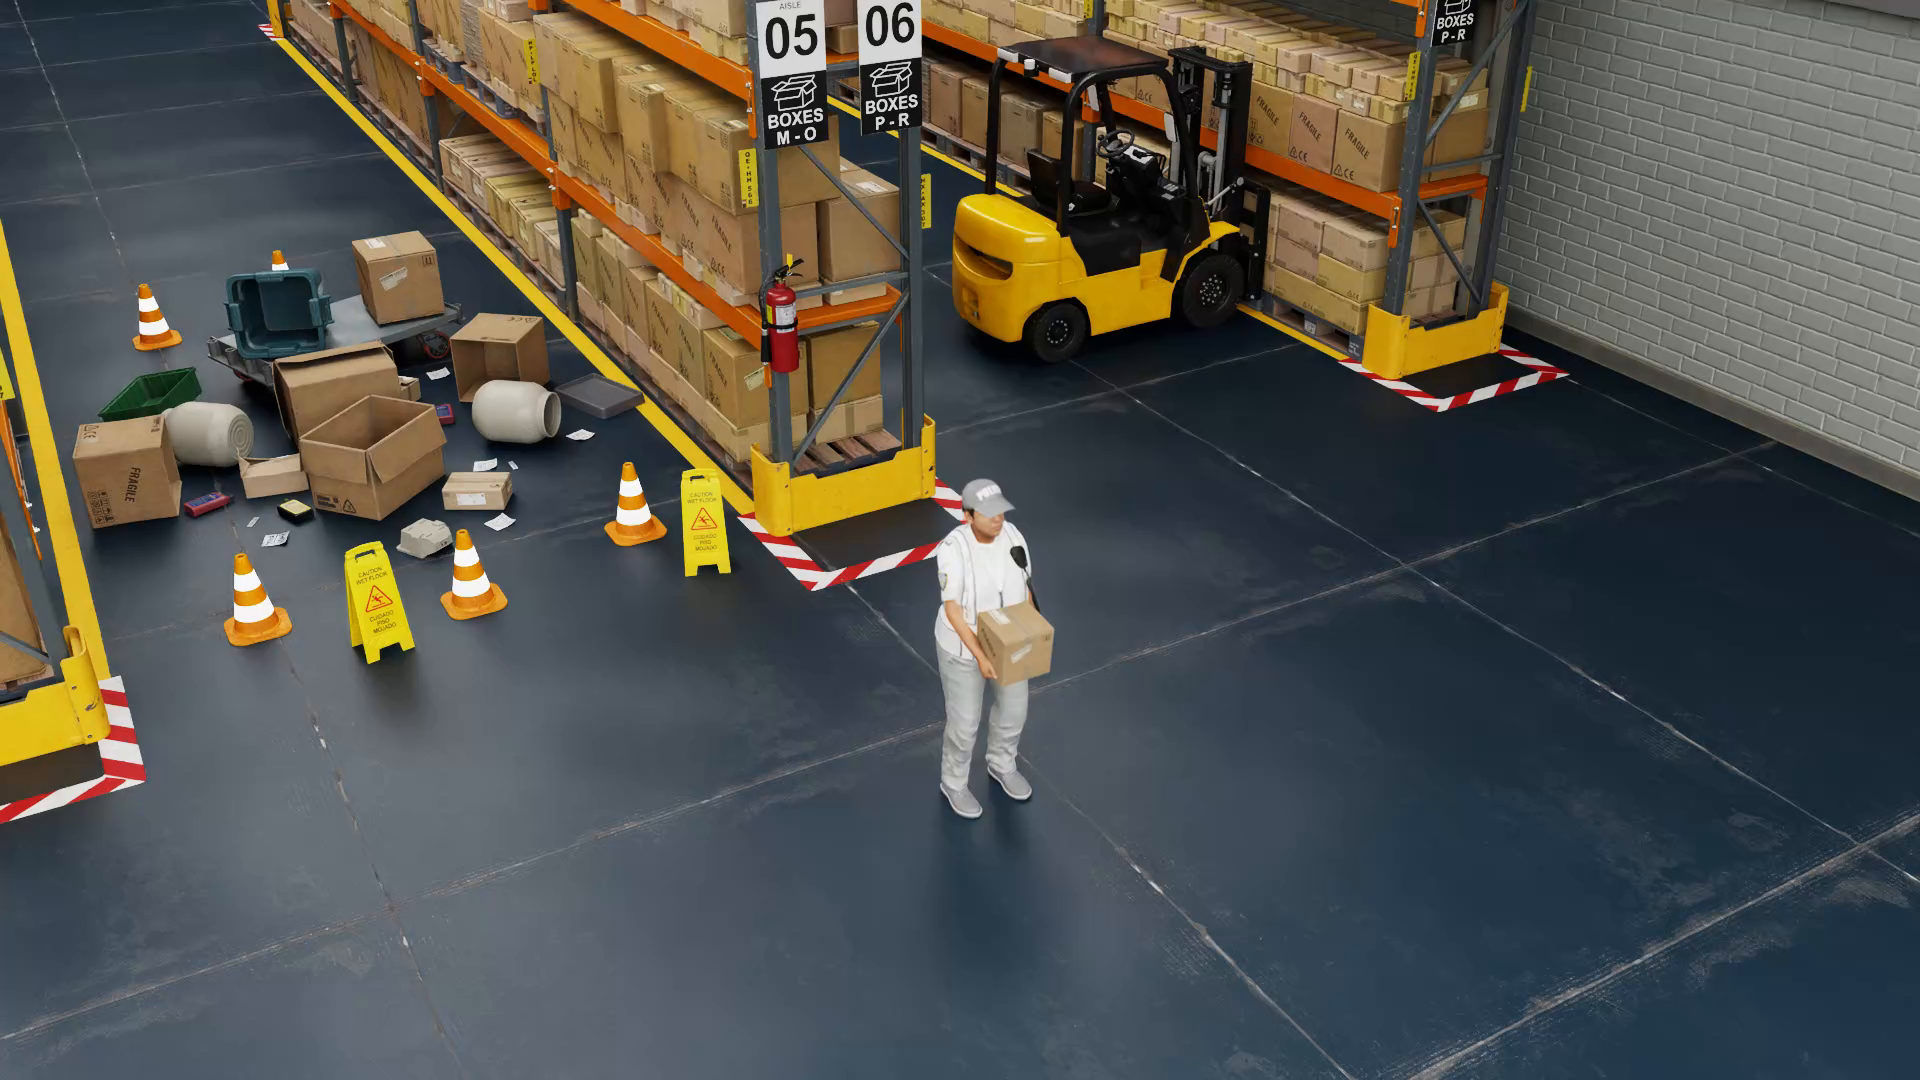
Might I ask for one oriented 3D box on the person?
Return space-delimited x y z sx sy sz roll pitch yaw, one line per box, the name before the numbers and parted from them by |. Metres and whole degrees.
person | 0.150 0.518 7.636 0.452 1.654 0.535 -15 33 -25
